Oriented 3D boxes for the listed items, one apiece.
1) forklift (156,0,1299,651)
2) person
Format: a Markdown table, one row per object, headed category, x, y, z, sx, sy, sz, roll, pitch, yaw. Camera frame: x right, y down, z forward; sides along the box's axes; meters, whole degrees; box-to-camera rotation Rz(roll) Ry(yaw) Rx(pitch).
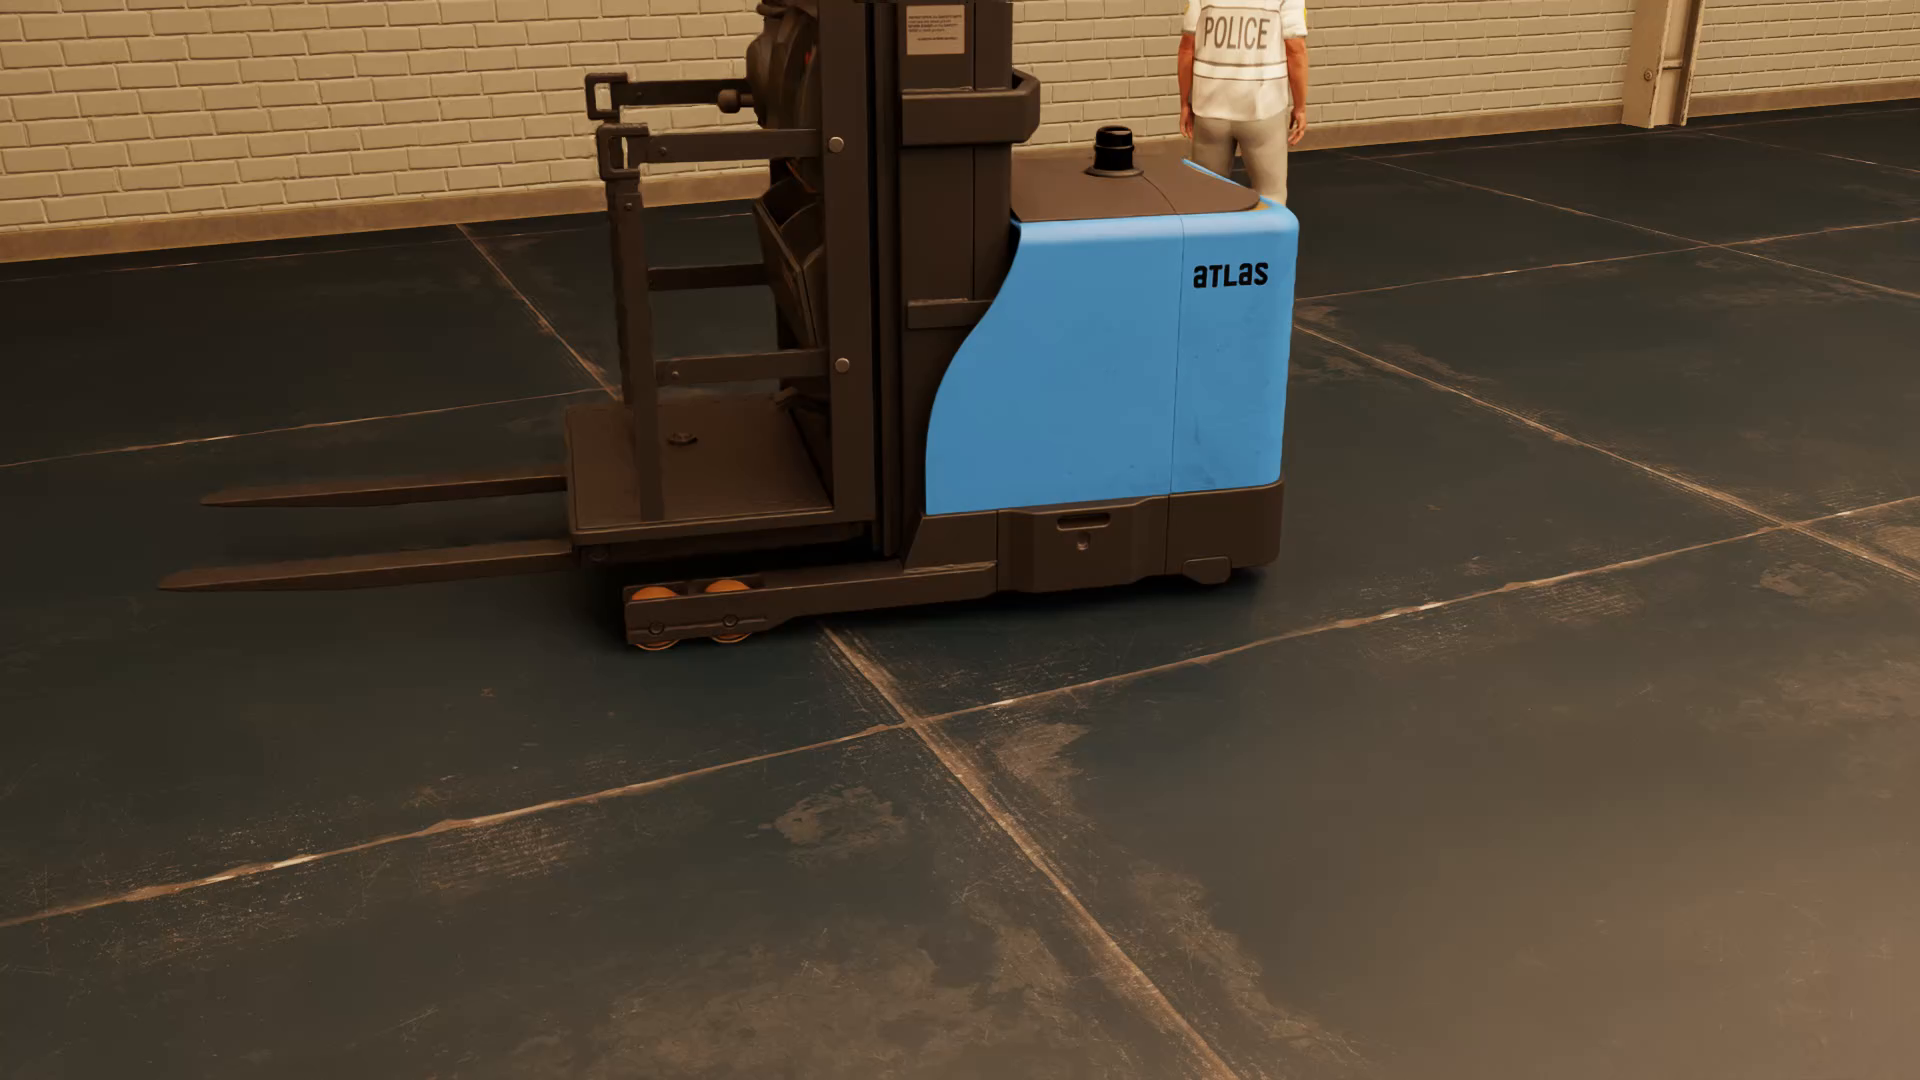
| category | x | y | z | sx | sy | sz | roll | pitch | yaw |
| --- | --- | --- | --- | --- | --- | --- | --- | --- | --- |
| forklift | -0.650 | -1.283 | 4.375 | 3.031 | 2.935 | 1.130 | -5 | 23 | -12 |
| person | 1.276 | -1.953 | 7.539 | 0.589 | 1.753 | 0.454 | 10 | 24 | 22 |
